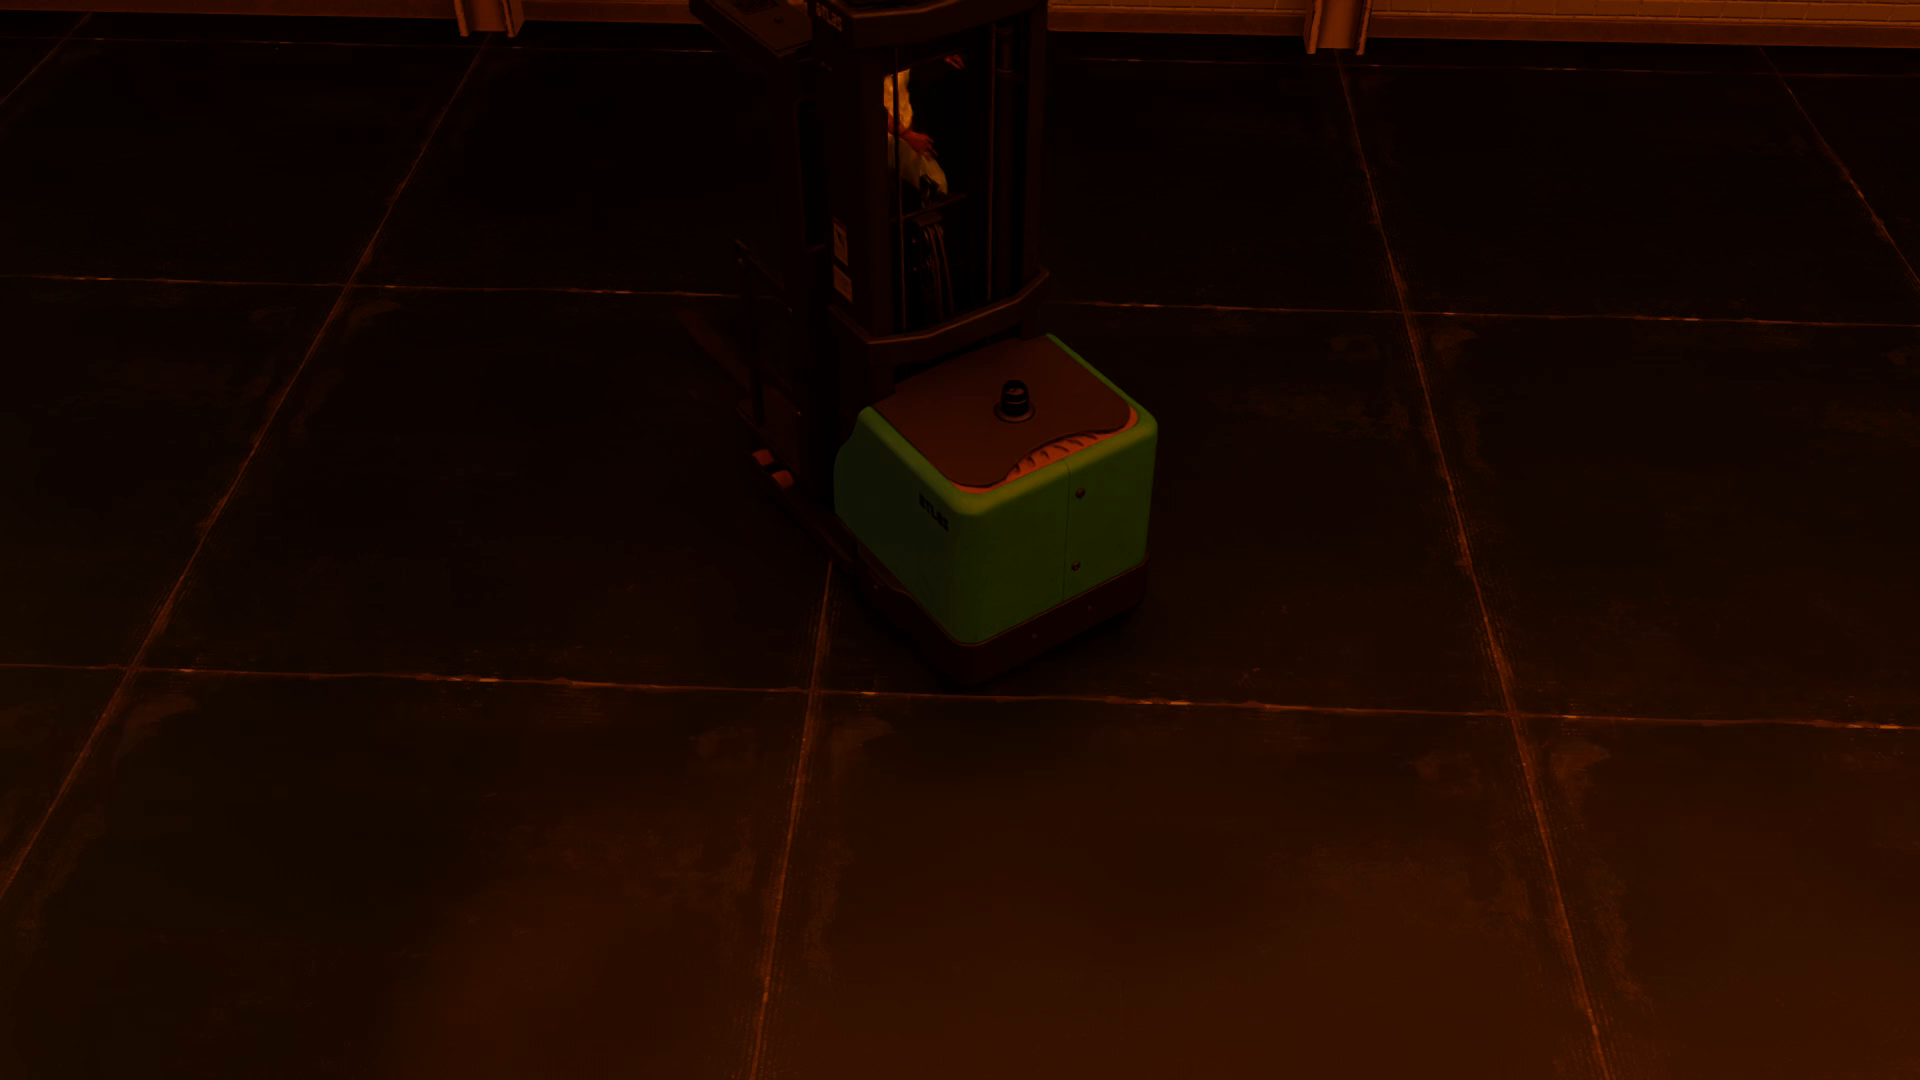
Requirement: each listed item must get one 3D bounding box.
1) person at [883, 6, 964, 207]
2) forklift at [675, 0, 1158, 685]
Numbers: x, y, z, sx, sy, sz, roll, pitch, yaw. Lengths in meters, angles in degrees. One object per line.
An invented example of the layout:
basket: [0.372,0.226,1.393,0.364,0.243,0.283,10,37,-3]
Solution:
person: [-0.292,-2.401,9.377,0.993,1.598,1.053,5,43,5]
forklift: [-0.405,-1.422,7.300,1.130,2.935,3.031,-25,48,-25]
